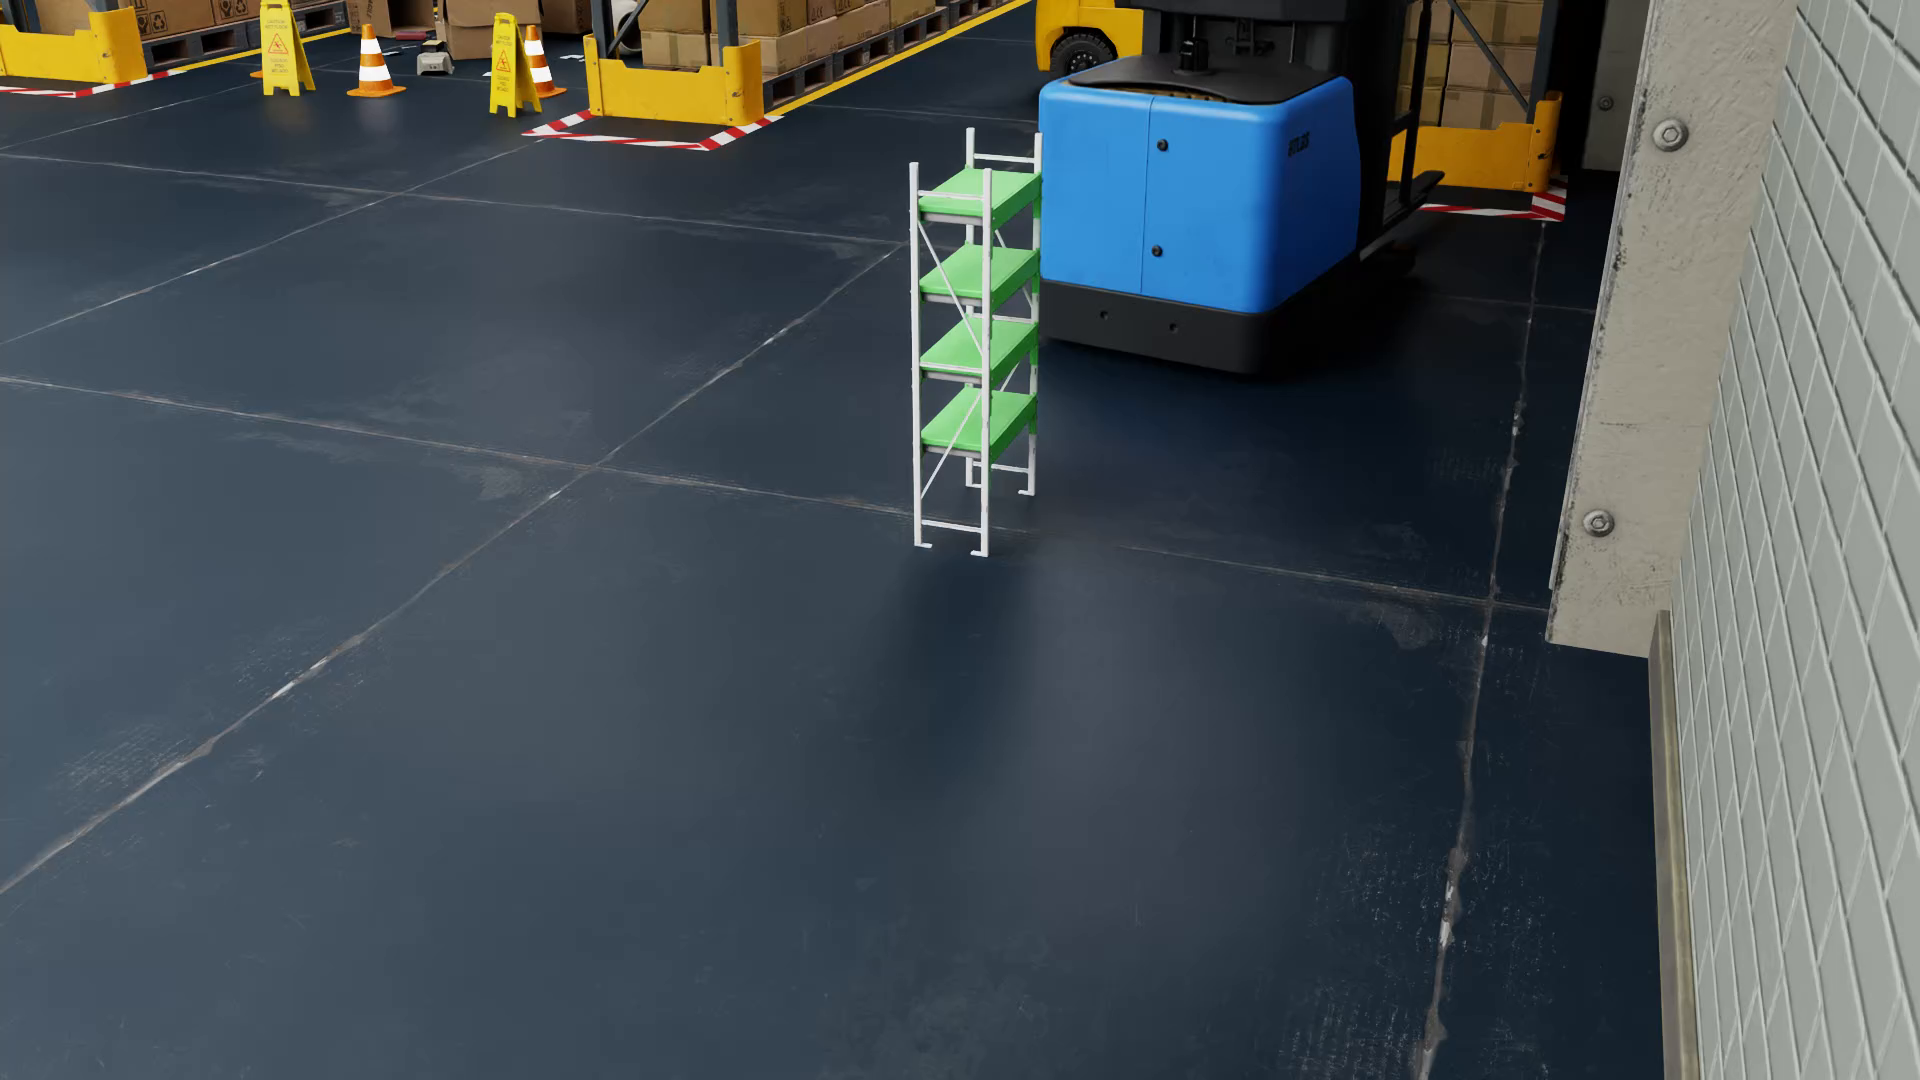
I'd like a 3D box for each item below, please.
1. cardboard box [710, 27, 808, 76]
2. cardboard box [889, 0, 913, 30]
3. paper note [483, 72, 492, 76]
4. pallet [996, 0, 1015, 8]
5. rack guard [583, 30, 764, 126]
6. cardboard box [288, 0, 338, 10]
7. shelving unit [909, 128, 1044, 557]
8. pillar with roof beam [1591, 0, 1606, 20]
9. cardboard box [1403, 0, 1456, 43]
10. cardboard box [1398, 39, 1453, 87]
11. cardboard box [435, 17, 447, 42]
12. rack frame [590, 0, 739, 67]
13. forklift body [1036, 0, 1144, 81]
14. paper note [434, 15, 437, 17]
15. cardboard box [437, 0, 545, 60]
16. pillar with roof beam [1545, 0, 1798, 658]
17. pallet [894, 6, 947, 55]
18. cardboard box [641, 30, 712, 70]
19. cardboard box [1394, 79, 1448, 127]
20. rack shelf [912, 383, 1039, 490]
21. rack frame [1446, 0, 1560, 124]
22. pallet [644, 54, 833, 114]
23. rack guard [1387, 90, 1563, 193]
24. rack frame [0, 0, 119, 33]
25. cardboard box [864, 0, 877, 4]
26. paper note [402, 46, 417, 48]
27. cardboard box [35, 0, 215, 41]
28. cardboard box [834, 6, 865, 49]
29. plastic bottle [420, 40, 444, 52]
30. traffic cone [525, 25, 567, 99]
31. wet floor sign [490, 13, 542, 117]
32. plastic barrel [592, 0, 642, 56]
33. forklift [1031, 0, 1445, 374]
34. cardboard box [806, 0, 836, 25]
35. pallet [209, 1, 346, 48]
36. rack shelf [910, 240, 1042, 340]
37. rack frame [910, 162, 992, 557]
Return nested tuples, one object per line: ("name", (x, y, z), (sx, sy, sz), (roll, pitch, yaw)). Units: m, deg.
("cardboard box", (-1.386, -3.395, 11.494), (0.500, 0.250, 0.500), (9, 27, 17))
("cardboard box", (-0.696, -4.245, 13.250), (0.500, 0.250, 0.500), (8, 27, 16))
("paper note", (-3.478, -3.493, 12.430), (0.148, 0.019, 0.142), (0, 26, -1))
("pallet", (0.077, -5.364, 16.087), (1.003, 0.211, 1.213), (9, 27, 17))
("rack guard", (-1.890, -3.059, 10.993), (1.175, 0.500, 0.348), (9, 27, 17))
("cardboard box", (-5.858, -5.086, 14.268), (0.875, 0.875, 0.875), (9, 27, 18))
("shelving unit", (0.055, -0.608, 5.129), (0.258, 1.200, 0.503), (9, 27, 17))
("pillar with roof beam", (1.785, -9.380, 14.296), (9.100, 9.000, 0.400), (9, 27, 17))
("cardboard box", (2.626, -3.070, 9.675), (0.500, 0.250, 0.500), (10, 27, 19))
("cardboard box", (2.634, -2.856, 9.806), (0.500, 0.250, 0.500), (8, 27, 17))
("cardboard box", (-4.121, -4.268, 13.761), (0.396, 0.266, 0.258), (14, 29, 26))
("rack frame", (-1.916, -4.152, 10.384), (1.000, 3.000, 0.127), (9, 27, 17))
("forklift body", (1.677, -4.096, 11.242), (2.313, 2.155, 1.214), (9, 27, 17))
("paper note", (-4.656, -4.729, 14.981), (0.147, 0.020, 0.142), (-9, 27, -18))
("cardboard box", (-3.718, -4.118, 13.177), (0.797, 0.503, 0.637), (-9, 27, -18))
("pillar with roof beam", (-2.208, -4.448, 4.111), (9.100, 9.000, 0.400), (9, 27, 17))
("pallet", (-0.775, -4.260, 13.806), (1.003, 0.211, 1.213), (9, 27, 17))
("cardboard box", (-1.892, -3.485, 11.679), (0.500, 0.250, 0.500), (9, 27, 17))
("cardboard box", (2.625, -2.624, 9.902), (0.500, 0.250, 0.500), (9, 27, 18))
("rack shelf", (0.055, -0.335, 5.261), (0.258, 0.148, 0.480), (9, 27, 17))
("rack frame", (2.766, -3.434, 8.901), (1.000, 3.000, 0.127), (9, 27, 17))
("pallet", (-1.587, -3.257, 11.735), (1.003, 0.211, 1.213), (9, 27, 17))
("rack guard", (2.758, -2.299, 9.425), (1.175, 0.500, 0.348), (9, 27, 17))
("rack frame", (-6.617, -4.829, 11.781), (1.000, 3.000, 0.127), (9, 27, 17))
("cardboard box", (-0.865, -4.384, 12.675), (0.500, 0.500, 0.500), (10, 28, 20))
("paper note", (-4.477, -4.005, 13.510), (0.123, 0.001, 0.032), (-20, 33, -36))
("cardboard box", (-6.454, -4.350, 12.748), (0.875, 0.875, 0.875), (9, 27, 18))
("cardboard box", (-1.040, -3.830, 12.392), (0.500, 0.250, 0.500), (11, 28, 21))
("plastic bottle", (-4.251, -3.990, 13.421), (0.133, 0.061, 0.283), (0, 26, -1))
("traffic cone", (-2.989, -3.374, 11.688), (0.336, 0.463, 0.334), (9, 27, 17))
("wet floor sign", (-2.988, -3.170, 11.056), (0.267, 0.644, 0.232), (20, 32, 35))
("plastic barrel", (-2.656, -4.061, 13.152), (0.421, 0.421, 0.512), (-14, 29, -27))
("forklift", (1.479, -2.558, 7.171), (1.130, 2.935, 3.031), (15, 29, 27))
("cardboard box", (-1.209, -3.958, 11.796), (0.500, 0.500, 0.500), (8, 27, 16))
("pallet", (-6.017, -4.413, 14.123), (1.003, 0.211, 1.213), (9, 27, 17))
("rack shelf", (0.055, -0.767, 5.052), (0.258, 0.148, 0.480), (9, 27, 17))
("rack frame", (-0.026, -0.508, 4.922), (0.240, 1.200, 0.015), (9, 27, 17))
